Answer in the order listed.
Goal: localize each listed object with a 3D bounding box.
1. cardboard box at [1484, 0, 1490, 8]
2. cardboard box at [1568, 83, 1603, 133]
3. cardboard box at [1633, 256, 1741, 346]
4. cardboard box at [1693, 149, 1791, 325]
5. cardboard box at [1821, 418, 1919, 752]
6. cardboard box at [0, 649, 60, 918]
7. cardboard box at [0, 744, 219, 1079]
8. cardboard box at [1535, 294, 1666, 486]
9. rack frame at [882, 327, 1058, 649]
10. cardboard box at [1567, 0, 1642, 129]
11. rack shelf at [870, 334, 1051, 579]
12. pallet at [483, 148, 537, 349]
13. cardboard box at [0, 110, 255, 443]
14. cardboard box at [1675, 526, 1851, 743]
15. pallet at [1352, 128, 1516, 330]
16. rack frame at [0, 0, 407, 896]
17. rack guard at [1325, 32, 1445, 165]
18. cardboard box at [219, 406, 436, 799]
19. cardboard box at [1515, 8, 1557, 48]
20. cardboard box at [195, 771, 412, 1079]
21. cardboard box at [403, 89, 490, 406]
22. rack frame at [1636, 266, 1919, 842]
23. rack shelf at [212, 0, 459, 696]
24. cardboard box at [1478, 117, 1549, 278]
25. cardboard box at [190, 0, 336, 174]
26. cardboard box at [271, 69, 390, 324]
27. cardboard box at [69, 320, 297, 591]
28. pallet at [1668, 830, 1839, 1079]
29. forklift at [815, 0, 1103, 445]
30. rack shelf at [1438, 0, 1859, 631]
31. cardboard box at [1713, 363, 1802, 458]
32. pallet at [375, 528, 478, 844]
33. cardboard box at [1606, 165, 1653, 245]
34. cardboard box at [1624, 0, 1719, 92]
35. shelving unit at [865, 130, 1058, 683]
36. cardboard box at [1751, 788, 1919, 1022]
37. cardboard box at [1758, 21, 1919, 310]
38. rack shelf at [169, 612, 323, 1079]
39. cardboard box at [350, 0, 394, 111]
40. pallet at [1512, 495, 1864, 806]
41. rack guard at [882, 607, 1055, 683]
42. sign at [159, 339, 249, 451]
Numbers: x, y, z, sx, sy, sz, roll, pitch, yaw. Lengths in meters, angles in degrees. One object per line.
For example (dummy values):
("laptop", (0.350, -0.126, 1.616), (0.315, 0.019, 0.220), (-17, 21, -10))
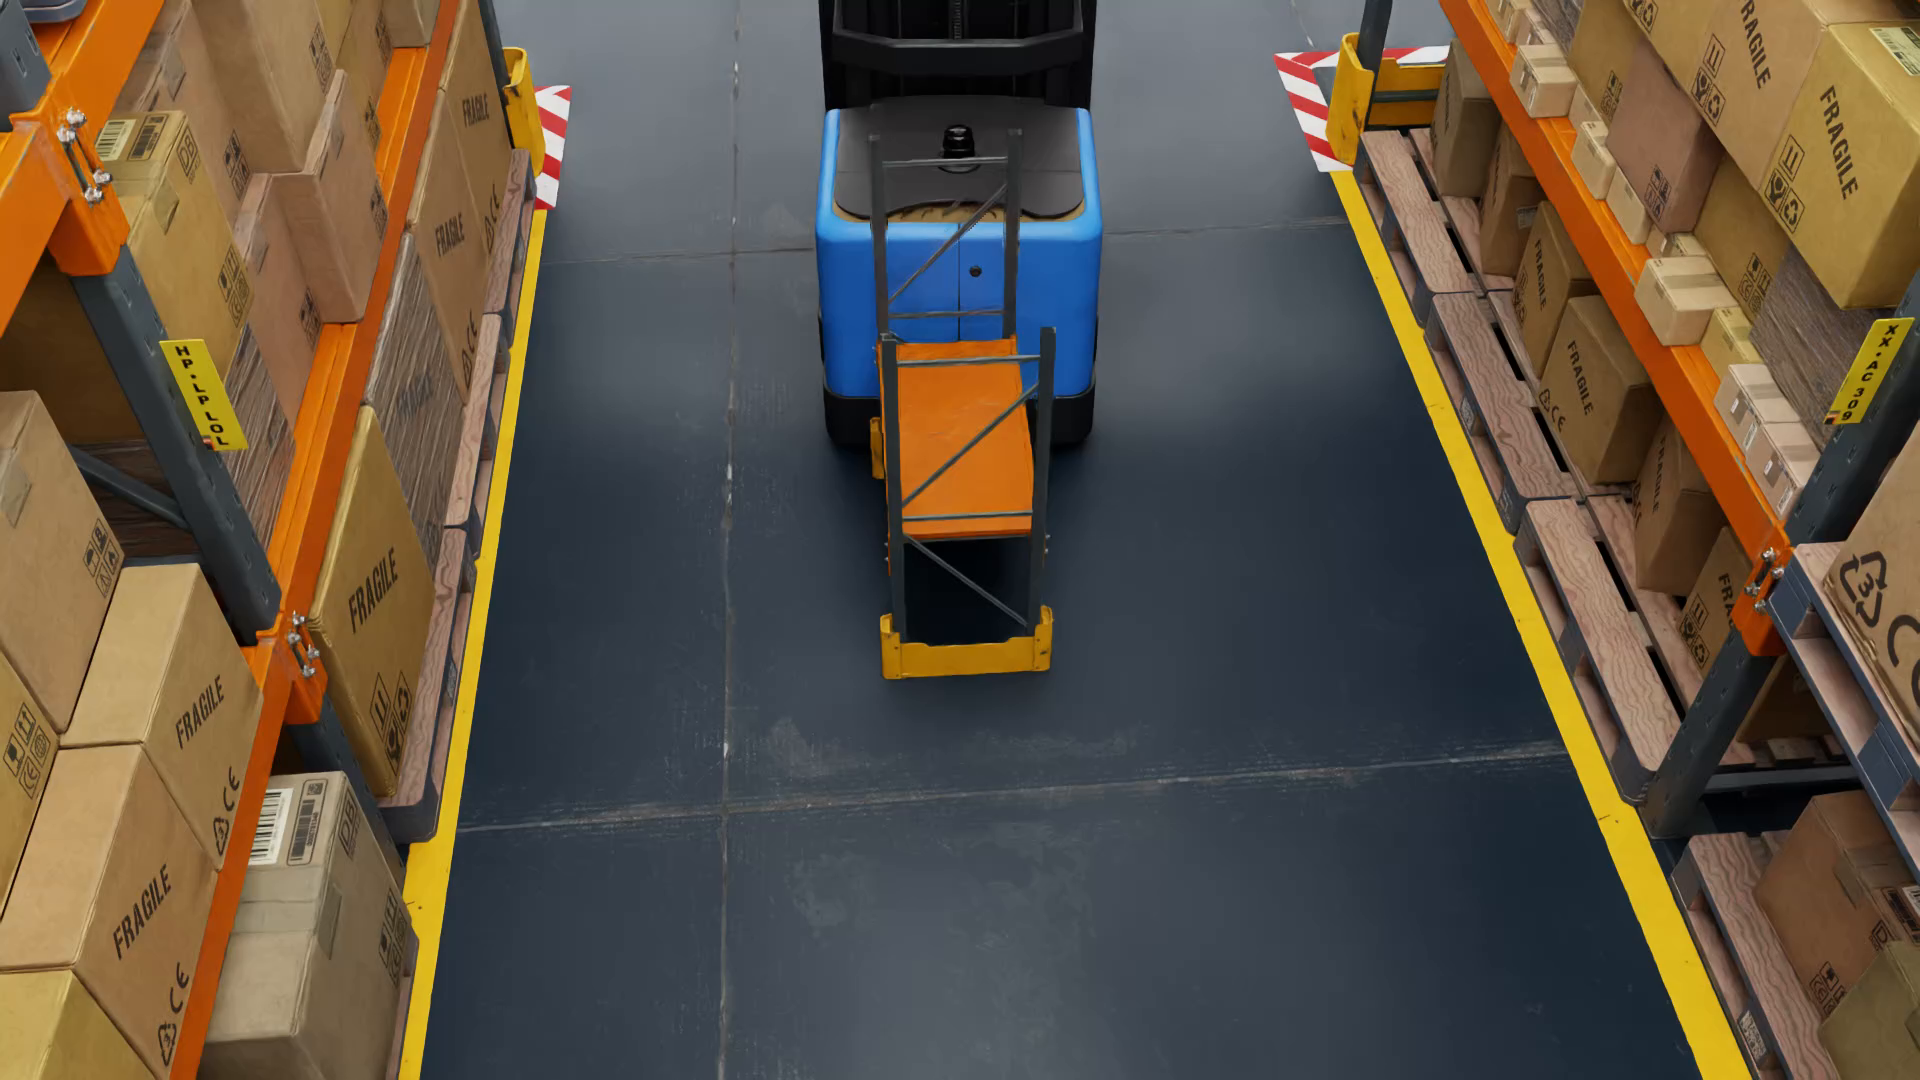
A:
("cardboard box", (2.209, -2.184, 6.425), (0.380, 0.149, 0.250), (-3, 47, -3))
("cardboard box", (2.341, -1.463, 5.743), (0.380, 0.149, 0.250), (-3, 47, -3))
("cardboard box", (2.292, -0.732, 5.050), (0.380, 0.149, 0.250), (-3, 47, -3))
("cardboard box", (2.725, -0.970, 4.829), (0.875, 0.500, 0.500), (-3, 47, -3))
("cardboard box", (2.635, 0.092, 3.394), (1.000, 1.000, 1.000), (-3, 47, -3))
("cardboard box", (-2.151, 0.441, 3.009), (0.700, 0.500, 0.500), (-4, 47, -4))
("cardboard box", (-1.891, 0.781, 3.376), (0.500, 0.500, 0.500), (-4, 47, -4))
("cardboard box", (2.528, -0.575, 6.161), (0.500, 0.500, 0.500), (-7, 47, -7))
("rack frame", (0.029, -0.067, 5.280), (0.500, 1.500, 0.032), (-4, 47, -4))
("cardboard box", (2.582, -1.690, 5.511), (0.875, 0.500, 0.500), (-3, 47, -3))
("rack shelf", (-0.016, -0.311, 5.759), (0.538, 0.185, 1.000), (-4, 47, -4))
("pallet", (-2.433, -1.273, 7.311), (1.003, 0.211, 1.213), (-3, 47, -3))
("cardboard box", (-2.240, -0.604, 3.909), (0.875, 0.550, 0.550), (-3, 47, -3))
("cardboard box", (2.714, 0.283, 5.348), (0.500, 0.500, 0.500), (-5, 47, -5))
("pallet", (2.412, -1.431, 7.459), (1.003, 0.211, 1.213), (-3, 47, -3))
("rack frame", (-2.243, 0.088, 4.101), (1.000, 3.000, 0.127), (-3, 47, -3))
("rack guard", (2.379, -2.120, 7.913), (1.175, 0.500, 0.348), (-3, 47, -3))
("cardboard box", (-2.226, 0.215, 5.155), (0.875, 0.875, 0.875), (-3, 47, -3))
("cardboard box", (2.270, -1.823, 6.084), (0.380, 0.149, 0.250), (-3, 47, -3))
("cardboard box", (-2.102, 1.161, 4.345), (1.050, 0.750, 0.750), (-4, 47, -3))
("cardboard box", (-2.380, -1.097, 6.397), (0.875, 0.875, 0.875), (-4, 47, -4))
("rack frame", (2.708, -0.140, 4.317), (1.000, 3.000, 0.127), (-3, 47, -3))
("rack shelf", (-2.411, -1.112, 5.732), (1.077, 0.370, 4.000), (-3, 47, -3))
("cardboard box", (2.493, -1.436, 6.976), (0.500, 0.500, 0.500), (8, 47, 7))
("cardboard box", (-2.310, -1.394, 4.657), (0.875, 0.550, 0.550), (-3, 47, -3))
("cardboard box", (-2.283, -1.024, 5.051), (0.875, 0.550, 0.550), (-3, 47, -3))
("cardboard box", (-2.286, -0.230, 4.298), (0.875, 0.550, 0.550), (-3, 47, -3))
("pallet", (2.774, 1.382, 4.796), (1.003, 0.211, 1.213), (-3, 47, -3))
("forklift", (-0.011, -2.433, 6.535), (1.130, 2.935, 3.031), (0, 47, 0))
("rack shelf", (2.540, -1.340, 5.949), (1.077, 0.370, 4.000), (-3, 47, -3))
("cardboard box", (2.385, -0.373, 4.710), (0.380, 0.149, 0.250), (-3, 47, -3))
("pallet", (-2.229, 0.492, 5.639), (1.003, 0.211, 1.213), (-3, 47, -3))
("cardboard box", (2.341, -1.099, 5.398), (0.380, 0.149, 0.250), (-3, 47, -3))
("cardboard box", (2.312, -1.653, 4.787), (0.500, 0.500, 0.500), (-3, 47, -3))
("shelving unit", (-0.015, -0.428, 5.622), (0.587, 1.500, 1.083), (-4, 47, -4))
("cardboard box", (2.738, 1.014, 4.643), (0.700, 0.500, 0.500), (-7, 47, -6))
("cardboard box", (2.396, -0.930, 4.102), (0.500, 0.500, 0.500), (-3, 47, -3))
("rack shelf", (-2.076, 1.782, 2.991), (1.077, 0.370, 4.000), (-3, 47, -3))
("cardboard box", (-2.512, -1.782, 5.769), (0.875, 0.550, 0.550), (-3, 47, -3))
("pallet", (2.616, 0.335, 5.787), (1.003, 0.211, 1.213), (-3, 47, -3))
("rack guard", (0.029, 0.362, 5.735), (0.587, 0.250, 0.087), (-4, 47, -4))
("sign", (-1.703, -0.323, 3.747), (0.100, 0.325, 0.005), (-3, 47, -3))
